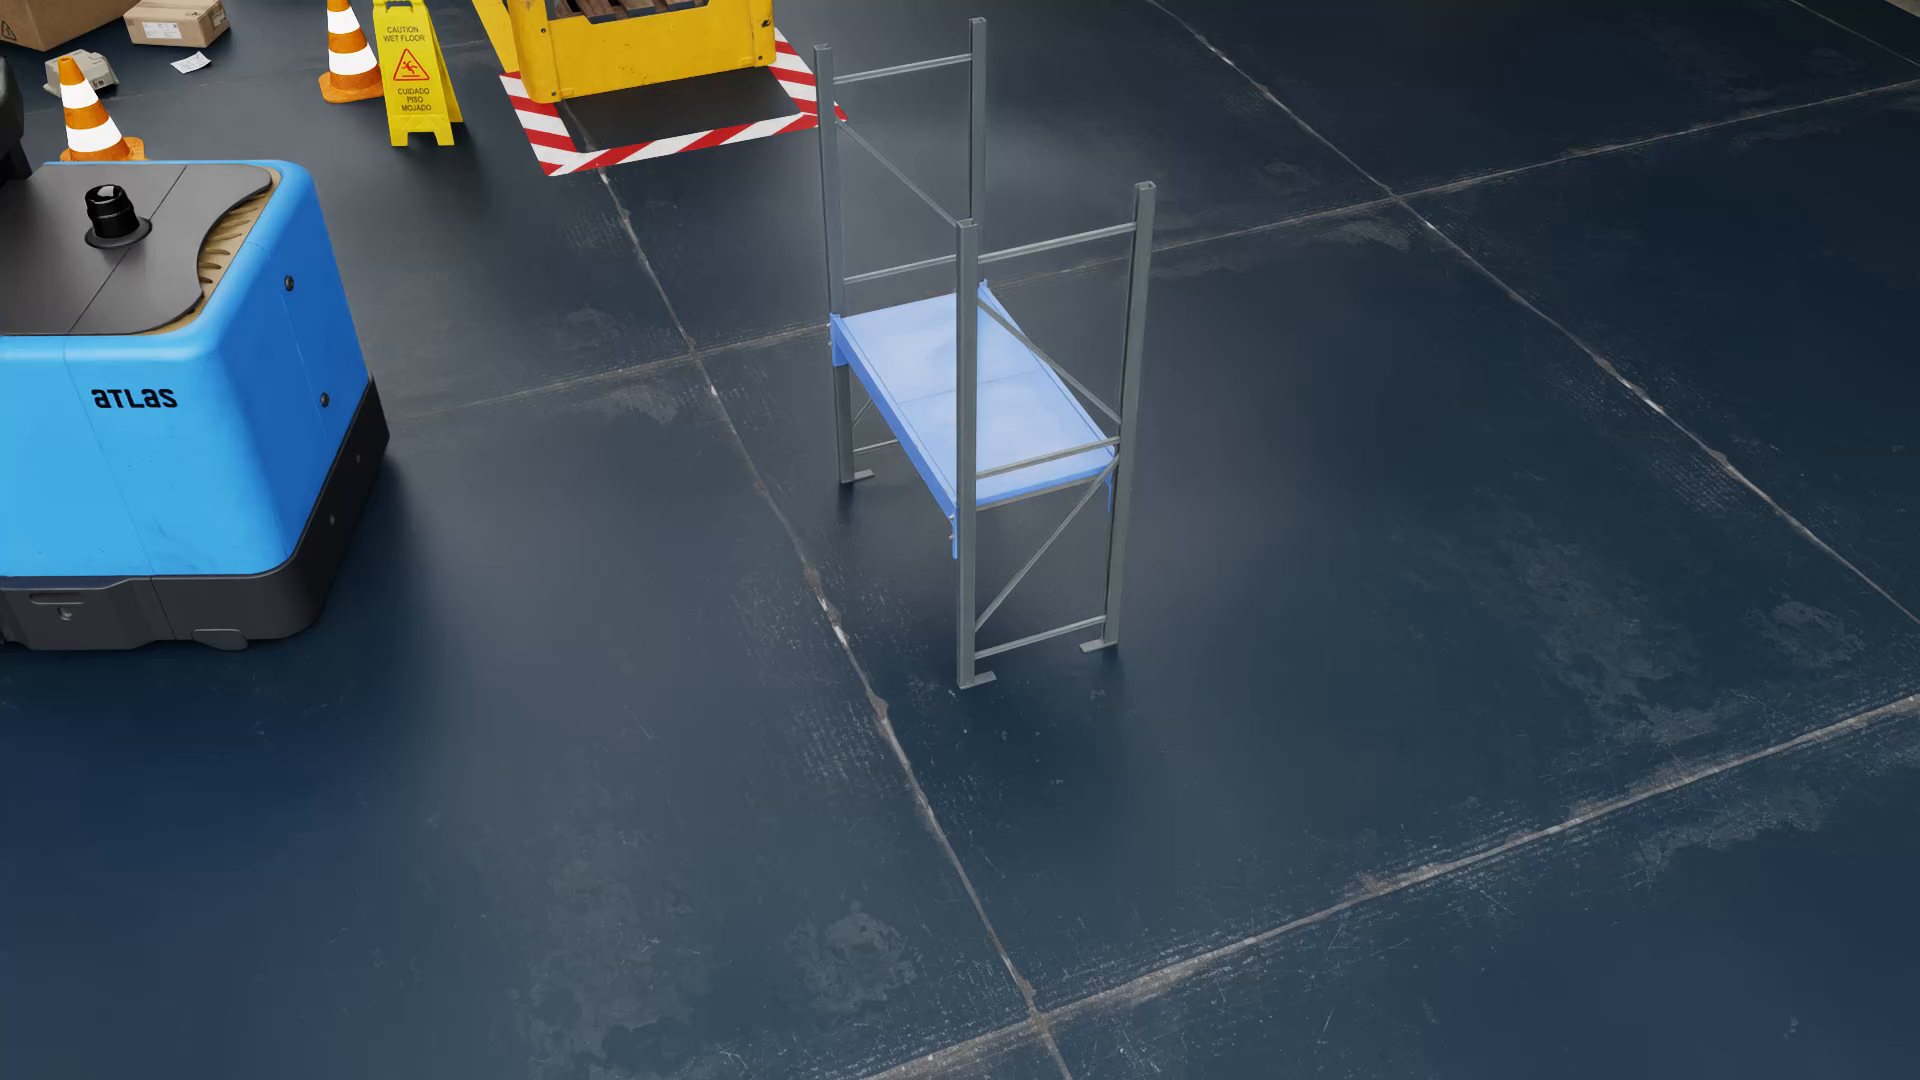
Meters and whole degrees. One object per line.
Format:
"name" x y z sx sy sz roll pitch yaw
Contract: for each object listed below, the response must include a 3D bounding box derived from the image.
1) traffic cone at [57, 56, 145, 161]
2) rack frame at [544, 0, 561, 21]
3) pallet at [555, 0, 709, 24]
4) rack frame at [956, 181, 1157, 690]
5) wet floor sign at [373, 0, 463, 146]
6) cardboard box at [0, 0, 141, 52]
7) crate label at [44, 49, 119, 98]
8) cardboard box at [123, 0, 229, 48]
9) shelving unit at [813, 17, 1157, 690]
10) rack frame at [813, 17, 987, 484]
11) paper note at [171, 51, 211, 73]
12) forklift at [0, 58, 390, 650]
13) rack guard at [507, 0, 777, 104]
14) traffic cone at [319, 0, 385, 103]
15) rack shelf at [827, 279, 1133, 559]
"traffic cone" -3.681 -1.804 6.993 0.336 0.463 0.334 -15 43 -17
"rack frame" -1.429 -3.311 6.799 1.000 3.000 0.127 -15 43 -17
"pallet" -1.736 -2.797 8.341 1.003 0.211 1.213 -15 43 -17
"rack frame" 0.227 -0.211 4.345 0.500 1.500 0.032 -15 43 -17
"wet floor sign" -2.345 -2.037 7.123 0.267 0.644 0.232 -2 41 -2
"cardboard box" -4.440 -2.791 8.109 0.637 0.503 0.797 19 44 20
"crate label" -4.039 -2.139 7.632 0.298 0.136 0.250 27 47 27
"cardboard box" -3.796 -2.515 8.061 0.380 0.149 0.250 5 41 6
"shelving unit" 0.033 -0.517 4.701 0.538 1.500 1.048 -15 43 -17
"rack frame" -0.162 -0.823 5.057 0.500 1.500 0.032 -15 43 -17
"paper note" -3.630 -2.258 7.852 0.148 0.019 0.142 -31 49 -31
"forklift" -3.405 -1.099 4.281 3.031 2.935 1.130 -1 41 -1
"rack guard" -1.458 -2.409 7.668 1.175 0.500 0.348 -15 43 -17
"traffic cone" -2.785 -2.286 7.553 0.336 0.463 0.334 -15 43 -17
"rack shelf" 0.033 -0.381 4.819 0.538 0.185 1.000 -15 43 -17
